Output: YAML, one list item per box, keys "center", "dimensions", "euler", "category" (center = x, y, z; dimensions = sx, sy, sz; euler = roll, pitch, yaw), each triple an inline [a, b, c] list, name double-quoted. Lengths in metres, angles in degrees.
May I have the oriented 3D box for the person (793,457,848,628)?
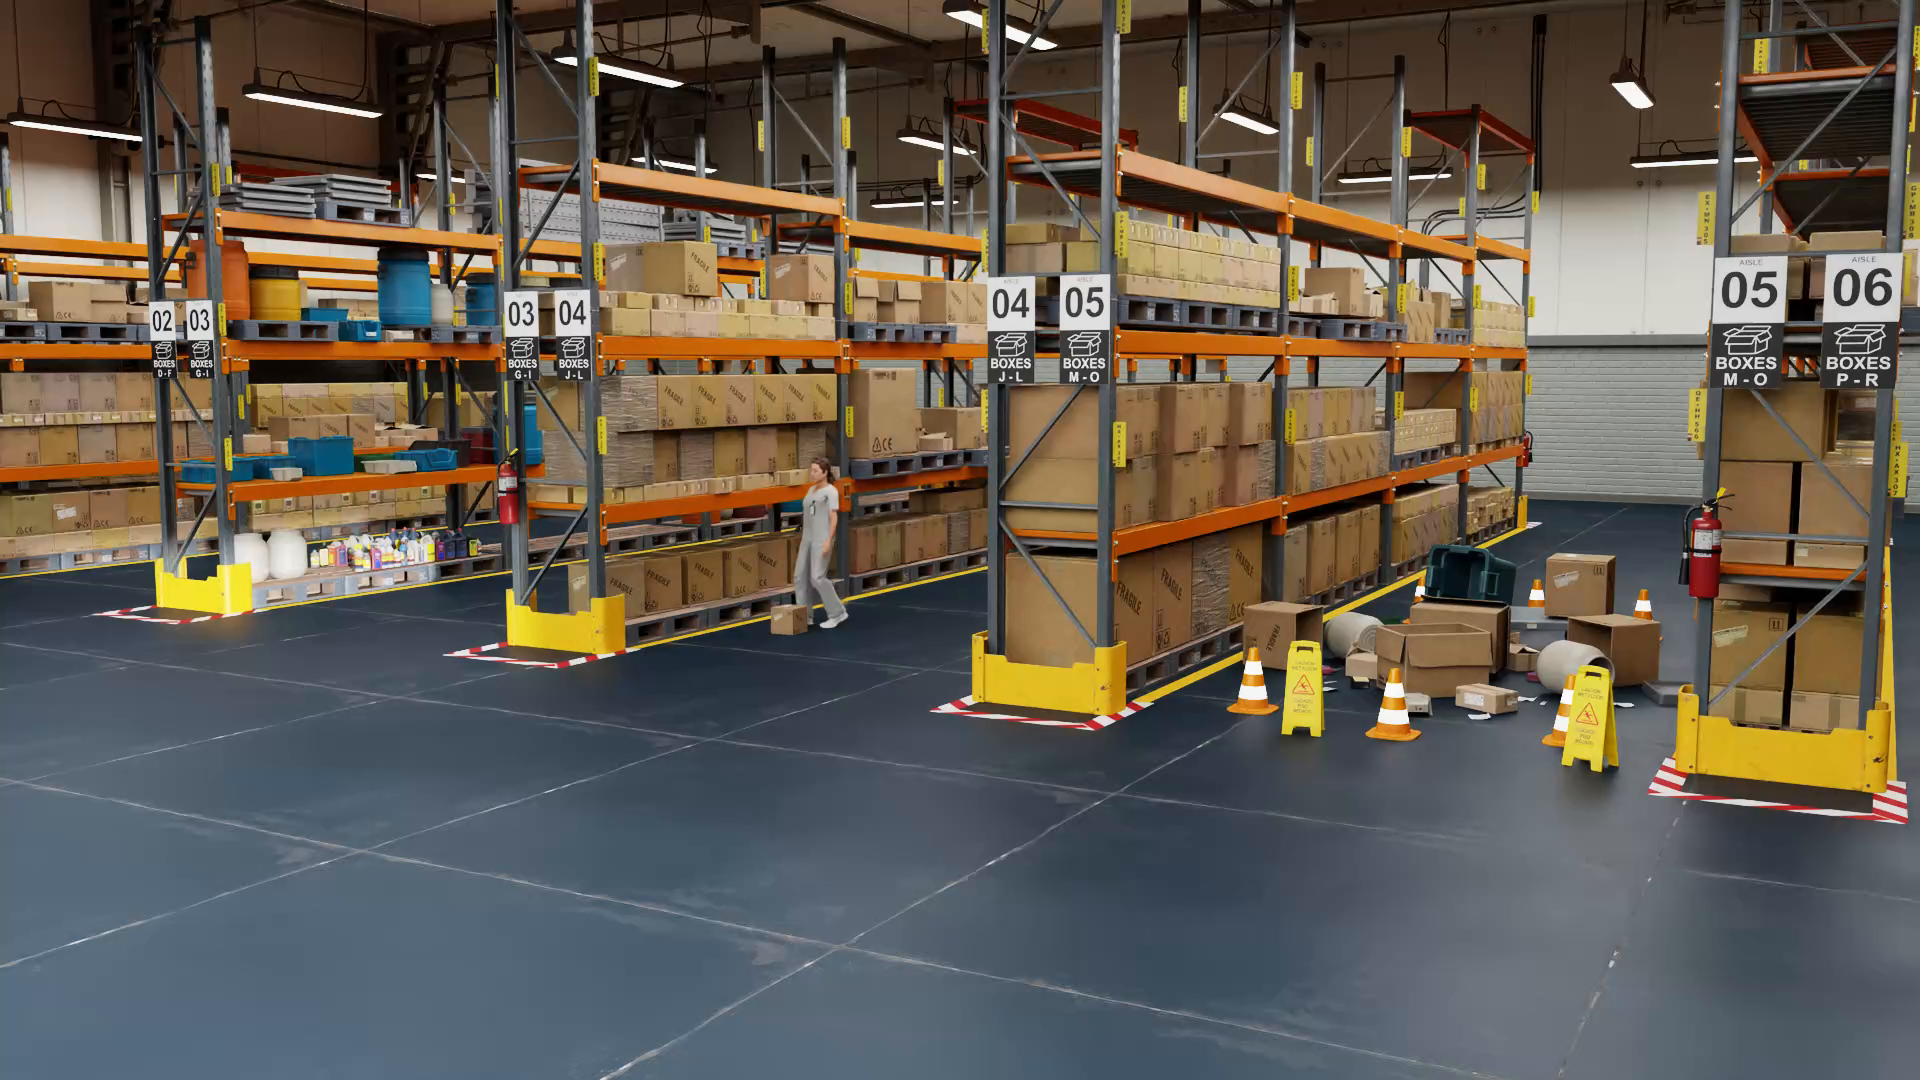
- center: [-1.418, 0.028, 16.204]
  dimensions: [0.540, 1.668, 0.469]
  euler: [-5, 8, -42]
  category: "person"
